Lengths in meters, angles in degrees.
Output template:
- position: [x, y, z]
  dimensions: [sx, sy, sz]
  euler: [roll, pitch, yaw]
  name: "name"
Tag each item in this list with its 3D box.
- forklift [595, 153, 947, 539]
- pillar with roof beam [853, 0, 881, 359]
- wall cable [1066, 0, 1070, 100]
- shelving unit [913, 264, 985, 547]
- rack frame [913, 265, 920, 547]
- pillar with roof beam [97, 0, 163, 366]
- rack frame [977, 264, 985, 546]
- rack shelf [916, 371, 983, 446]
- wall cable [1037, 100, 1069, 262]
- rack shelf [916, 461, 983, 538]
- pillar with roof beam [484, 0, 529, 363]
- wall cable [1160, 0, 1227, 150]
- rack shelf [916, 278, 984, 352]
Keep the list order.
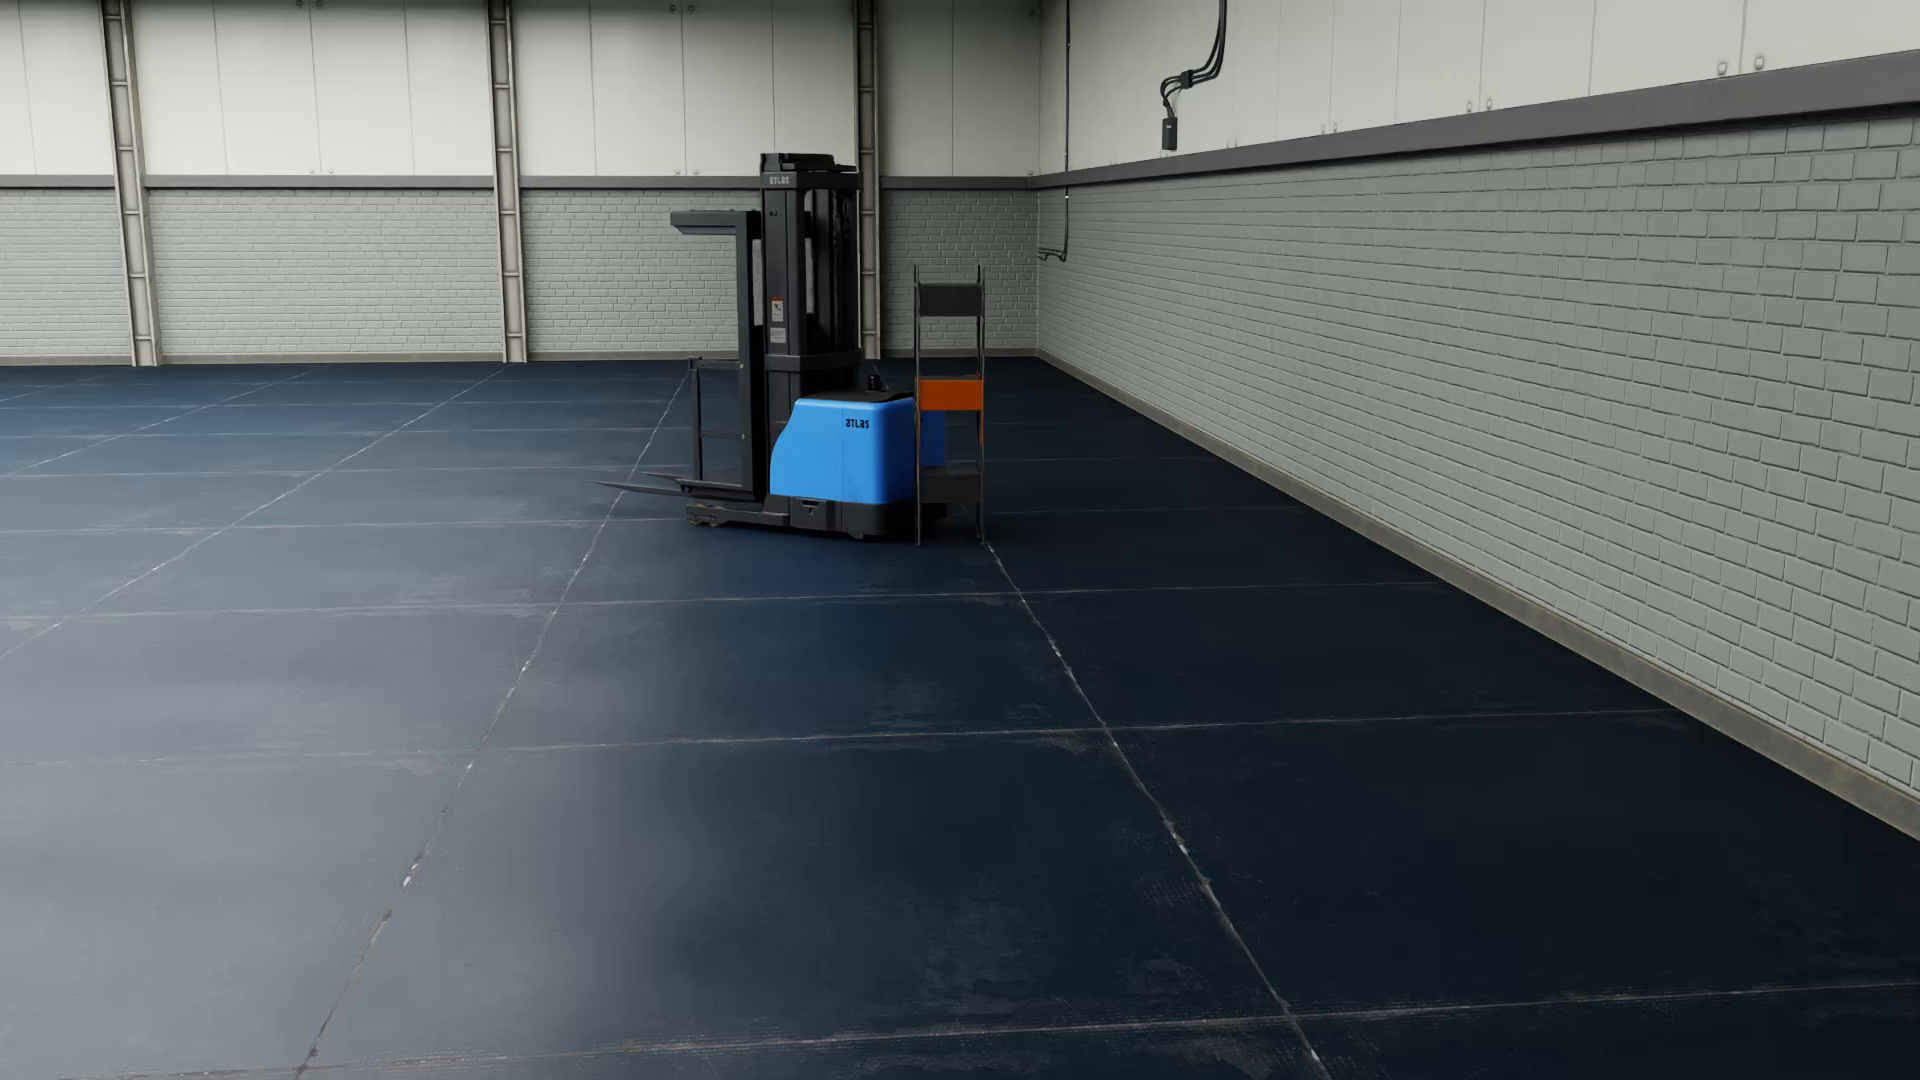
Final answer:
- position: [-1.641, -1.625, 13.536]
  dimensions: [3.031, 2.935, 1.130]
  euler: [6, 13, 29]
  name: "forklift"
- position: [-1.124, -6.753, 23.890]
  dimensions: [0.400, 9.000, 9.100]
  euler: [-1, 11, -6]
  name: "pillar with roof beam"
- position: [1.774, -7.822, 24.285]
  dimensions: [0.112, 2.526, 3.097]
  euler: [-1, 11, -6]
  name: "wall cable"
- position: [-0.083, -1.017, 12.597]
  dimensions: [0.503, 2.100, 0.431]
  euler: [-1, 11, -5]
  name: "shelving unit"
- position: [-0.326, -1.013, 12.575]
  dimensions: [0.015, 2.100, 0.400]
  euler: [-1, 11, -5]
  name: "rack frame"
- position: [-13.054, -6.503, 22.619]
  dimensions: [0.400, 9.000, 9.100]
  euler: [-1, 11, -6]
  name: "pillar with roof beam"
- position: [0.160, -1.021, 12.619]
  dimensions: [0.015, 2.100, 0.400]
  euler: [-1, 11, -5]
  name: "rack frame"
- position: [-0.083, -1.003, 12.600]
  dimensions: [0.480, 0.518, 0.431]
  euler: [-1, 11, -5]
  name: "rack shelf"
- position: [1.482, -5.863, 27.411]
  dimensions: [0.112, 2.526, 3.097]
  euler: [-1, 11, -6]
  name: "wall cable"
- position: [-0.083, -0.317, 12.735]
  dimensions: [0.480, 0.518, 0.431]
  euler: [-1, 11, -5]
  name: "rack shelf"
- position: [-7.089, -6.628, 23.254]
  dimensions: [0.400, 9.000, 9.100]
  euler: [-1, 11, -6]
  name: "pillar with roof beam"
- position: [2.492, -7.234, 17.521]
  dimensions: [0.169, 6.003, 2.305]
  euler: [-1, 11, -6]
  name: "wall cable"
- position: [-0.083, -1.690, 12.465]
  dimensions: [0.480, 0.518, 0.431]
  euler: [-1, 11, -5]
  name: "rack shelf"
